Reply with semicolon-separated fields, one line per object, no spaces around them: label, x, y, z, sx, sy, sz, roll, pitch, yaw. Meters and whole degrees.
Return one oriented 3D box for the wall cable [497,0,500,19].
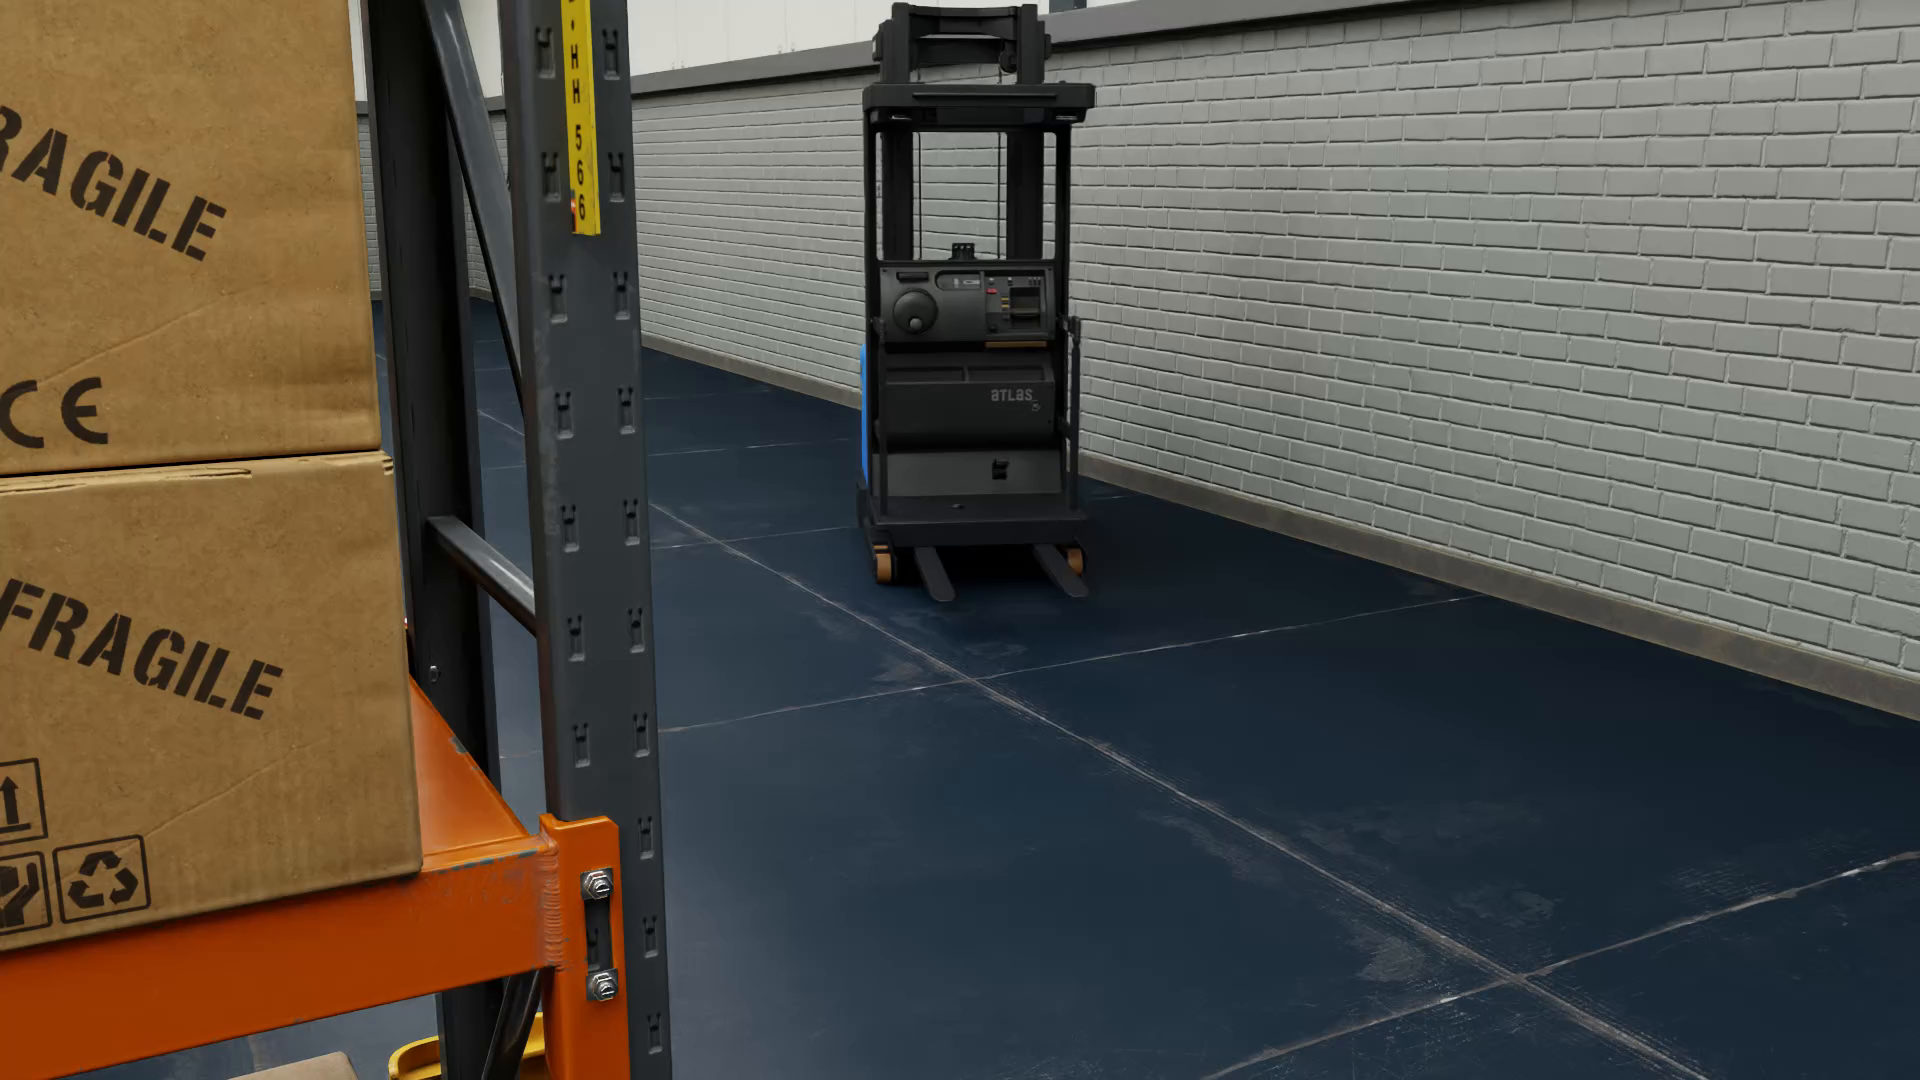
wall cable;-6.104;-8.581;22.814;0.112;2.526;3.097;-7;14;-28

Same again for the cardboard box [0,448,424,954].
cardboard box;-0.964;0.126;1.991;0.500;0.500;0.500;-7;14;-28

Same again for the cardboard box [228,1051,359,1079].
cardboard box;-1.199;1.207;2.295;0.875;0.438;0.875;-7;15;-30

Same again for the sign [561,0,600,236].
sign;-0.420;-0.502;1.829;0.005;0.325;0.100;-7;14;-28

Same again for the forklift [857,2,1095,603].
forklift;0.068;-1.279;8.619;1.130;2.935;3.031;-1;13;-6

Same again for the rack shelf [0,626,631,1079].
rack shelf;-2.423;0.634;1.598;4.000;0.370;1.077;-7;14;-28

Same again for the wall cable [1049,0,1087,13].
wall cable;1.198;-6.264;9.620;0.120;5.999;2.277;-7;14;-28

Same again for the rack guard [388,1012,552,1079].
rack guard;-0.647;1.290;2.739;0.348;0.500;1.175;-7;14;-28

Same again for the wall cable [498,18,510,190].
wall cable;-7.401;-6.639;25.685;0.112;2.526;3.097;-7;14;-28

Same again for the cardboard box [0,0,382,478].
cardboard box;-0.977;-0.367;1.904;0.500;0.500;0.500;-6;14;-26
